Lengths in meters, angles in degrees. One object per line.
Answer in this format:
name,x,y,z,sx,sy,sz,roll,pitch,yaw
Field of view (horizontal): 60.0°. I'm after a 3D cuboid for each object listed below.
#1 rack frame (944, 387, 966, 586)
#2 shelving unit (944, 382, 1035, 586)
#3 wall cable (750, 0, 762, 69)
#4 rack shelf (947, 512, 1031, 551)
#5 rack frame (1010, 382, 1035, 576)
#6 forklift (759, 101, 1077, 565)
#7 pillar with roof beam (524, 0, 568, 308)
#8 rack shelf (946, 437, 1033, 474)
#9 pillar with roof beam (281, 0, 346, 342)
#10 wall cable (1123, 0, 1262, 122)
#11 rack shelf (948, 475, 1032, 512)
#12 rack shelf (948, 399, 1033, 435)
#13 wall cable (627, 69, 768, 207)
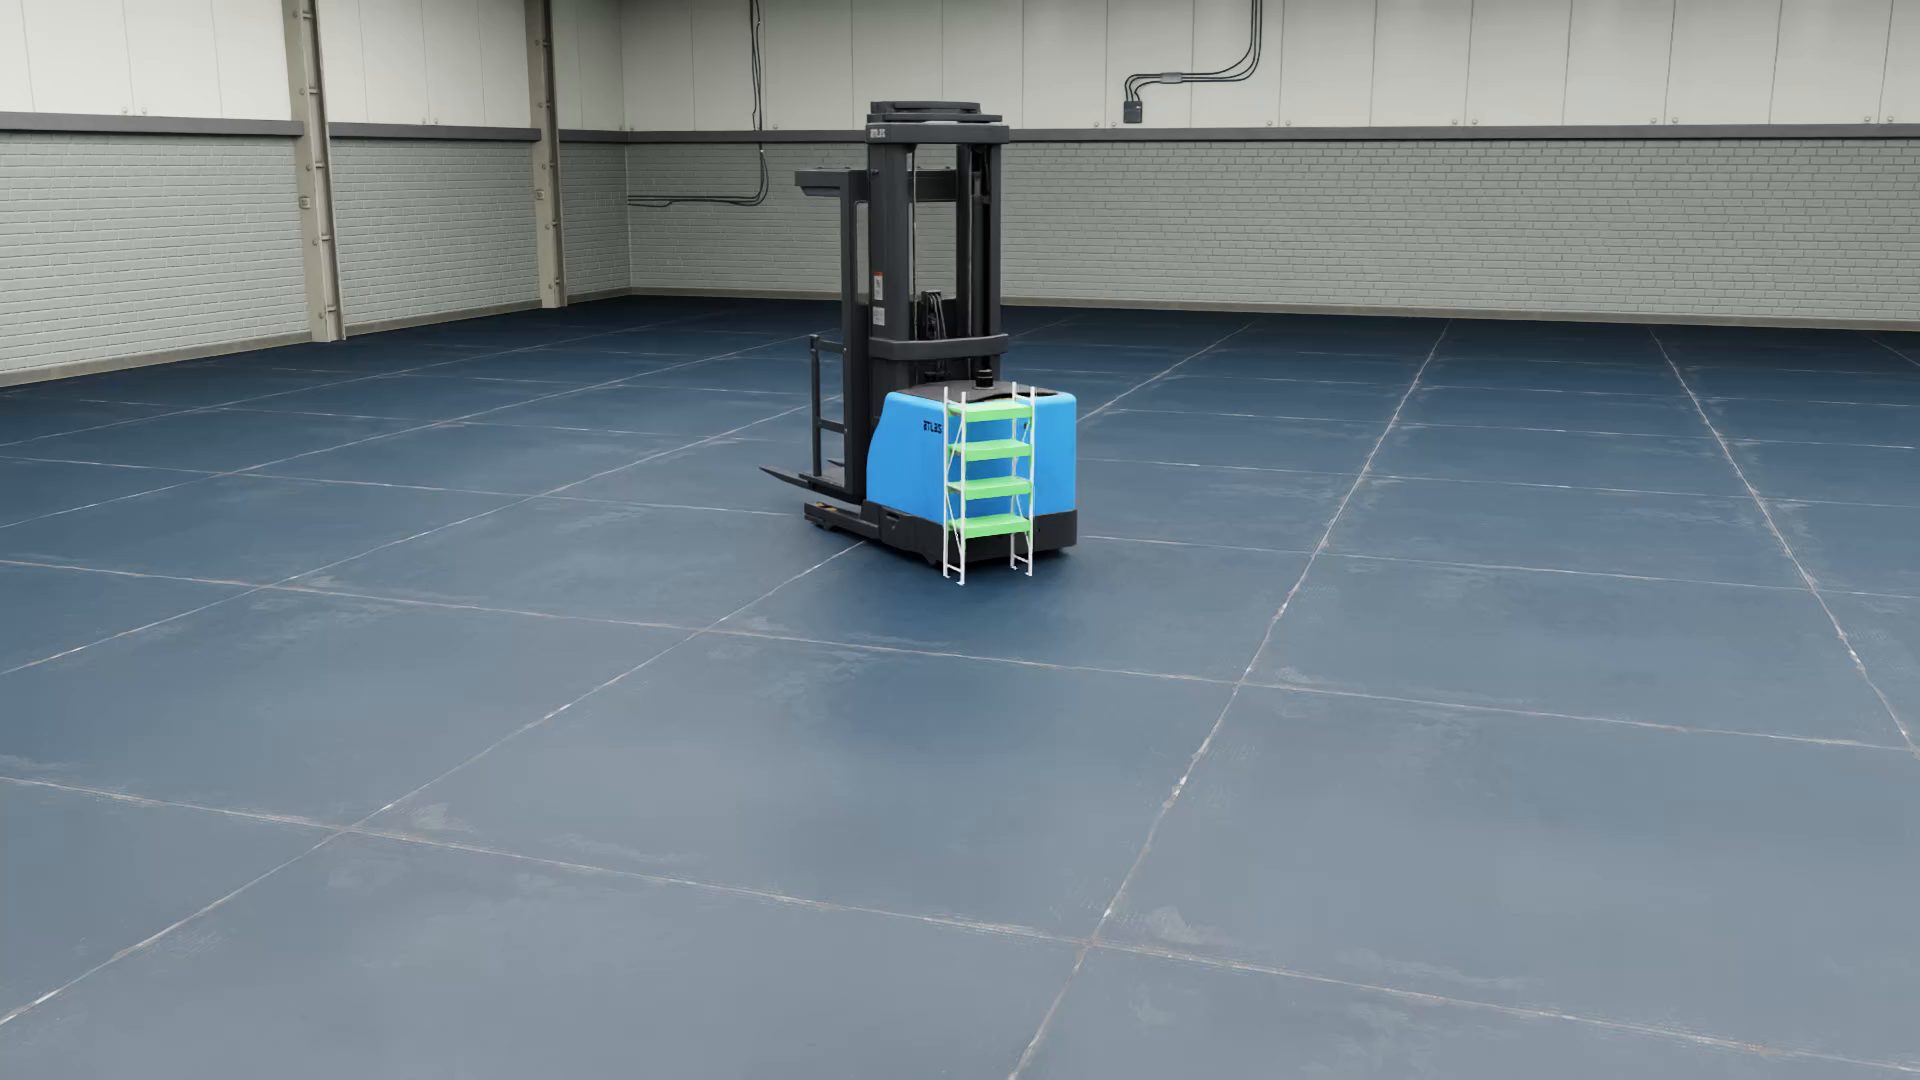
rack frame,-0.035,-0.328,10.219,0.015,1.200,0.240,-7,15,-28
shelving unit,0.178,-0.354,10.335,0.503,1.200,0.258,-7,15,-28
wall cable,-2.499,-9.838,29.997,3.097,2.526,0.112,4,14,18
rack shelf,0.176,-0.059,10.406,0.480,0.148,0.258,-7,15,-28
rack frame,0.391,-0.381,10.451,0.015,1.200,0.240,-7,15,-28
forklift,-0.459,-1.546,11.676,1.130,2.935,3.031,-8,15,-33
pillar with roof beam,-3.190,-8.250,27.409,9.100,9.000,0.400,4,14,18
rack shelf,0.179,-0.525,10.294,0.480,0.148,0.258,-7,15,-28
pillar with roof beam,-5.131,-6.986,21.874,9.100,9.000,0.400,4,14,18
wall cable,3.918,-10.056,27.680,2.305,6.003,0.169,4,14,18
rack shelf,0.178,-0.292,10.350,0.480,0.148,0.258,-7,15,-28
rack shelf,0.181,-0.759,10.238,0.480,0.148,0.258,-7,15,-28
wall cable,-5.059,-7.571,31.413,3.097,2.526,0.112,4,14,18
